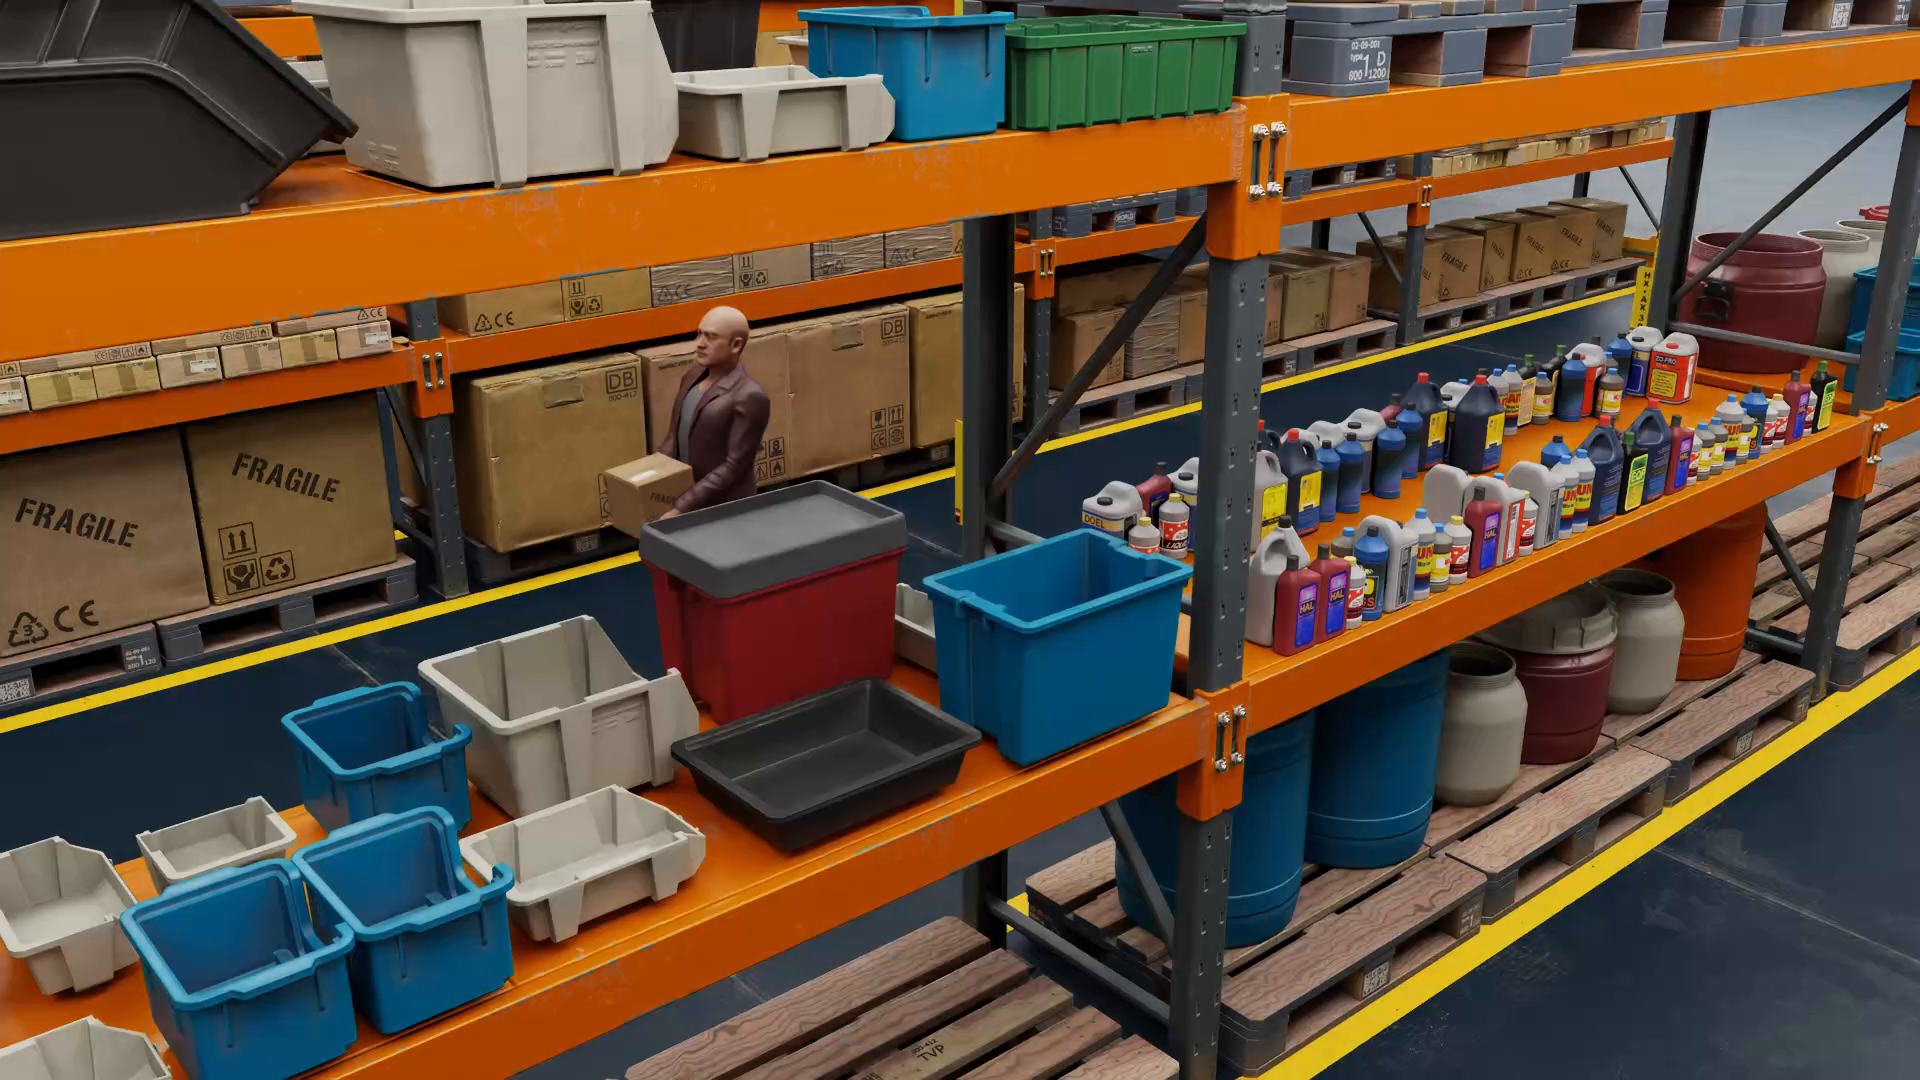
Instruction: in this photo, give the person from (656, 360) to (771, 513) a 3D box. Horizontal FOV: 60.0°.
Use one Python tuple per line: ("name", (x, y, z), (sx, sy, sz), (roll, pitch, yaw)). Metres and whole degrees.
("person", (-1.036, -0.271, 6.679), (0.466, 0.905, 0.533), (-17, 27, -38))
